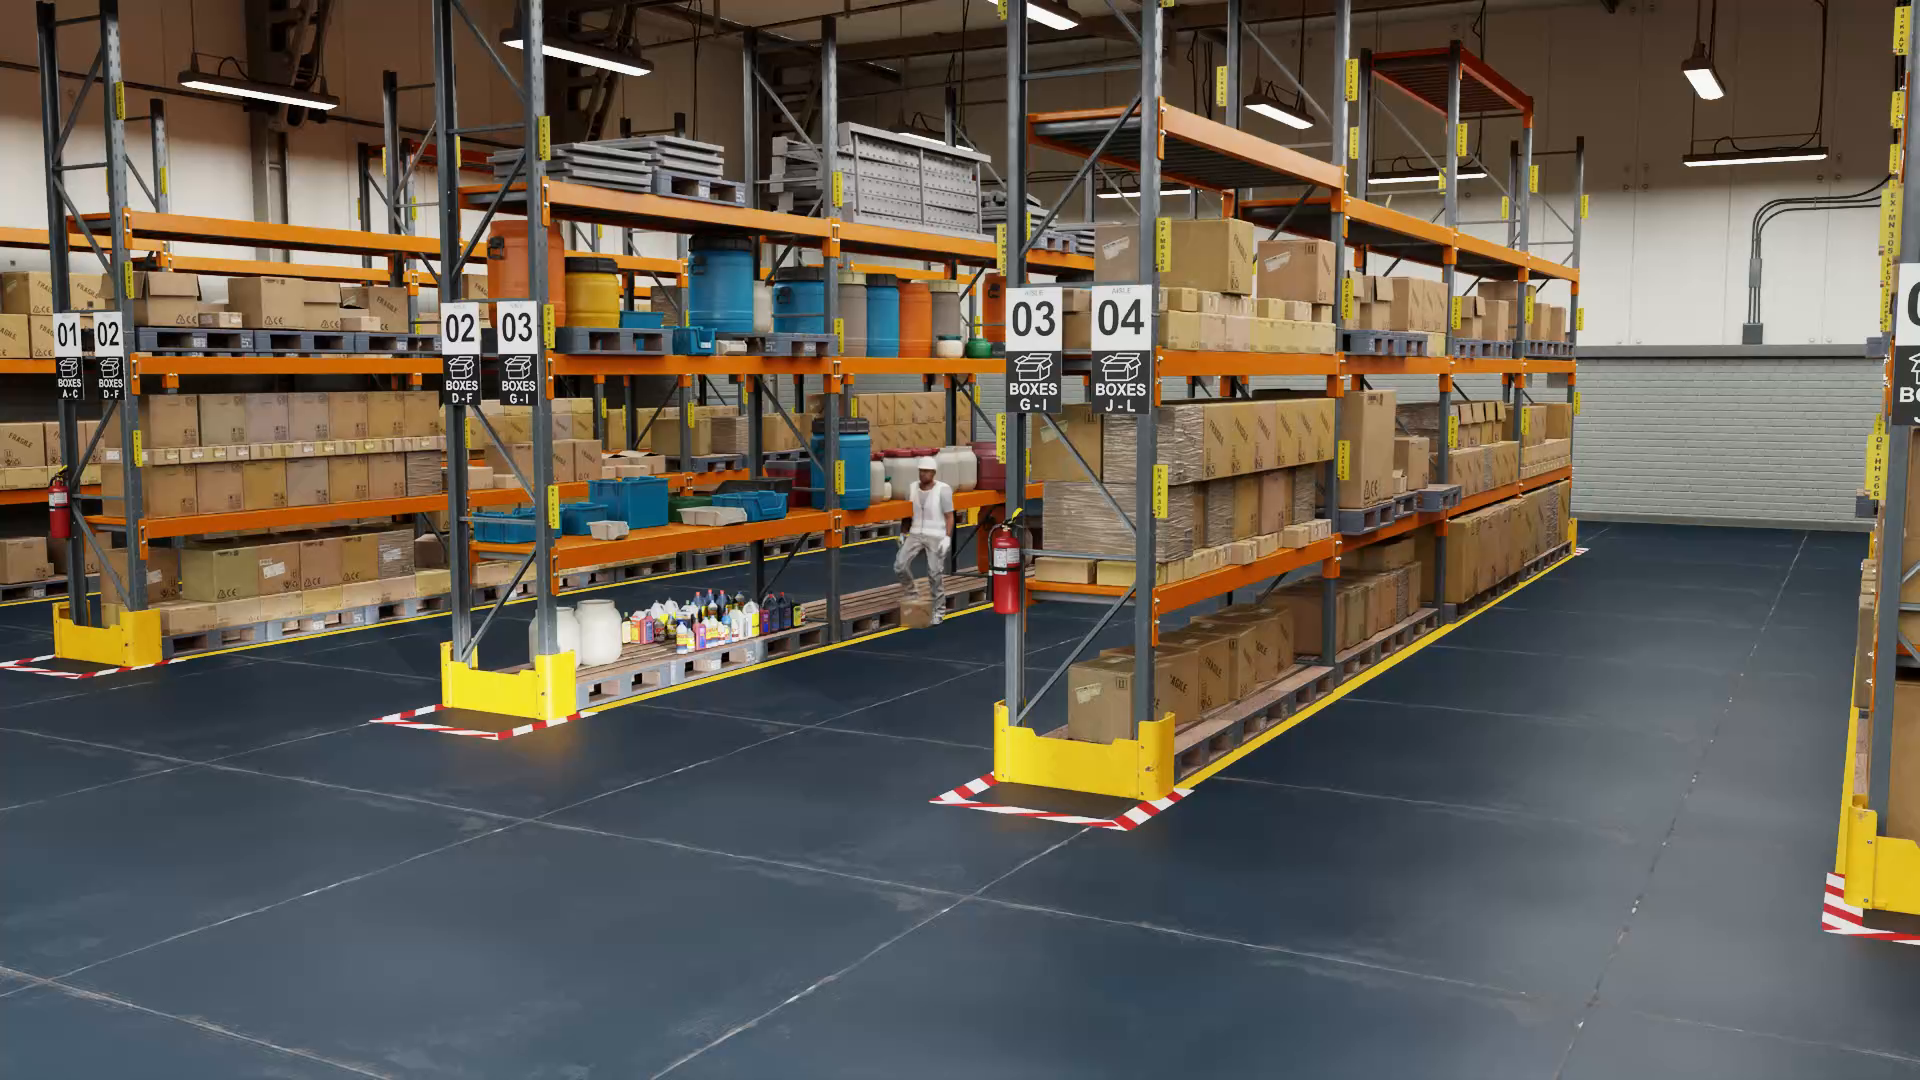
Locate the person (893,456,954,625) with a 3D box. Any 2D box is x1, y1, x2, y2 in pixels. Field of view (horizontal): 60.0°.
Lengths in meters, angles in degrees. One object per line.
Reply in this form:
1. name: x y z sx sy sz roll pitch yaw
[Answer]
1. person: -0.376 0.003 17.536 0.606 1.782 0.524 3 7 27
